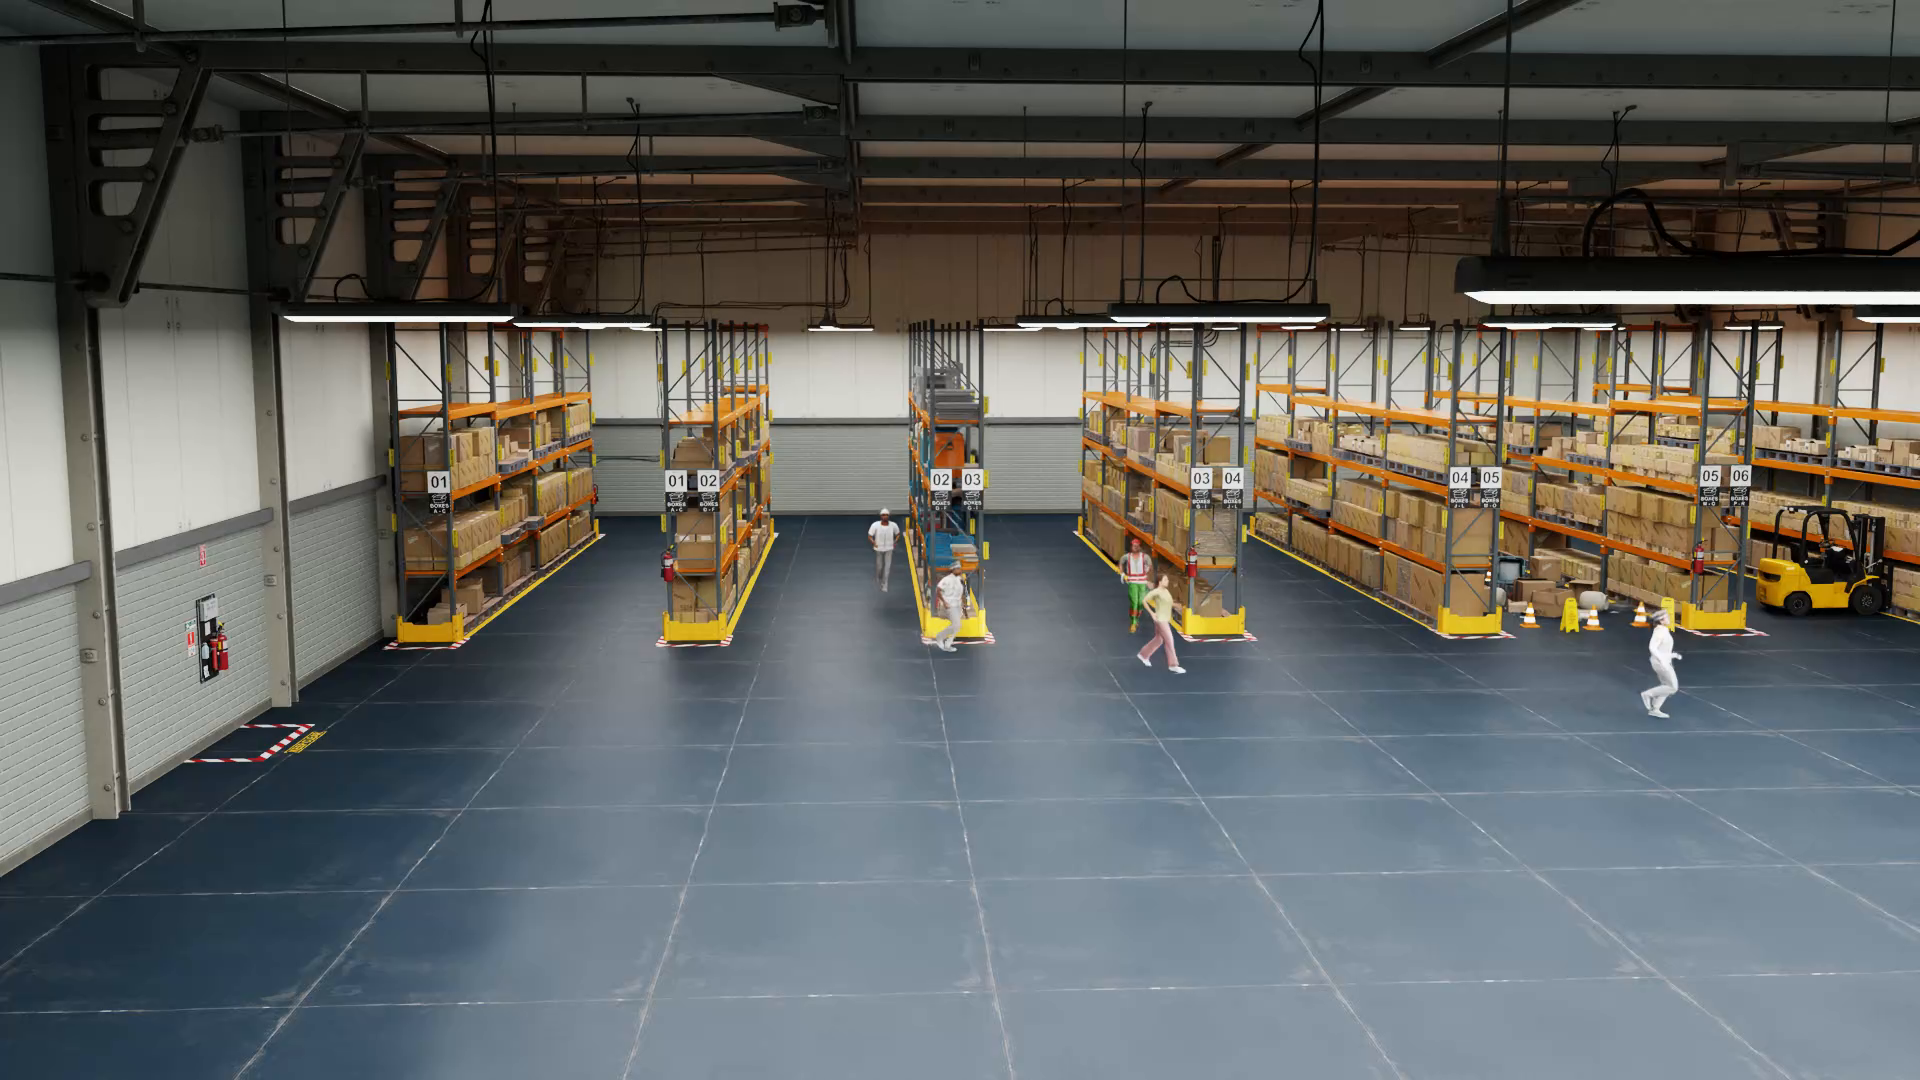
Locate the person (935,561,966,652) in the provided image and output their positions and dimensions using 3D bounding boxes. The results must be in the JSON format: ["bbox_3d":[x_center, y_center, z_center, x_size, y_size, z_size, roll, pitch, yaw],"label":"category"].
[{"bbox_3d":[-0.145,1.191,30.125,0.504,1.648,0.621,4,8,30],"label":"person"}]

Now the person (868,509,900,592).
[{"bbox_3d":[-1.598,0.209,35.276,0.697,1.757,0.703,-1,7,-9],"label":"person"}]

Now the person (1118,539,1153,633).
[{"bbox_3d":[3.420,0.867,32.169,0.634,1.767,0.739,0,7,-2],"label":"person"}]

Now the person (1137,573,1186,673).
[{"bbox_3d":[3.427,1.382,28.242,0.947,1.663,0.577,4,8,31],"label":"person"}]

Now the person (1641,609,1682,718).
[{"bbox_3d":[10.506,1.843,24.894,0.549,1.654,0.614,3,8,20],"label":"person"}]
